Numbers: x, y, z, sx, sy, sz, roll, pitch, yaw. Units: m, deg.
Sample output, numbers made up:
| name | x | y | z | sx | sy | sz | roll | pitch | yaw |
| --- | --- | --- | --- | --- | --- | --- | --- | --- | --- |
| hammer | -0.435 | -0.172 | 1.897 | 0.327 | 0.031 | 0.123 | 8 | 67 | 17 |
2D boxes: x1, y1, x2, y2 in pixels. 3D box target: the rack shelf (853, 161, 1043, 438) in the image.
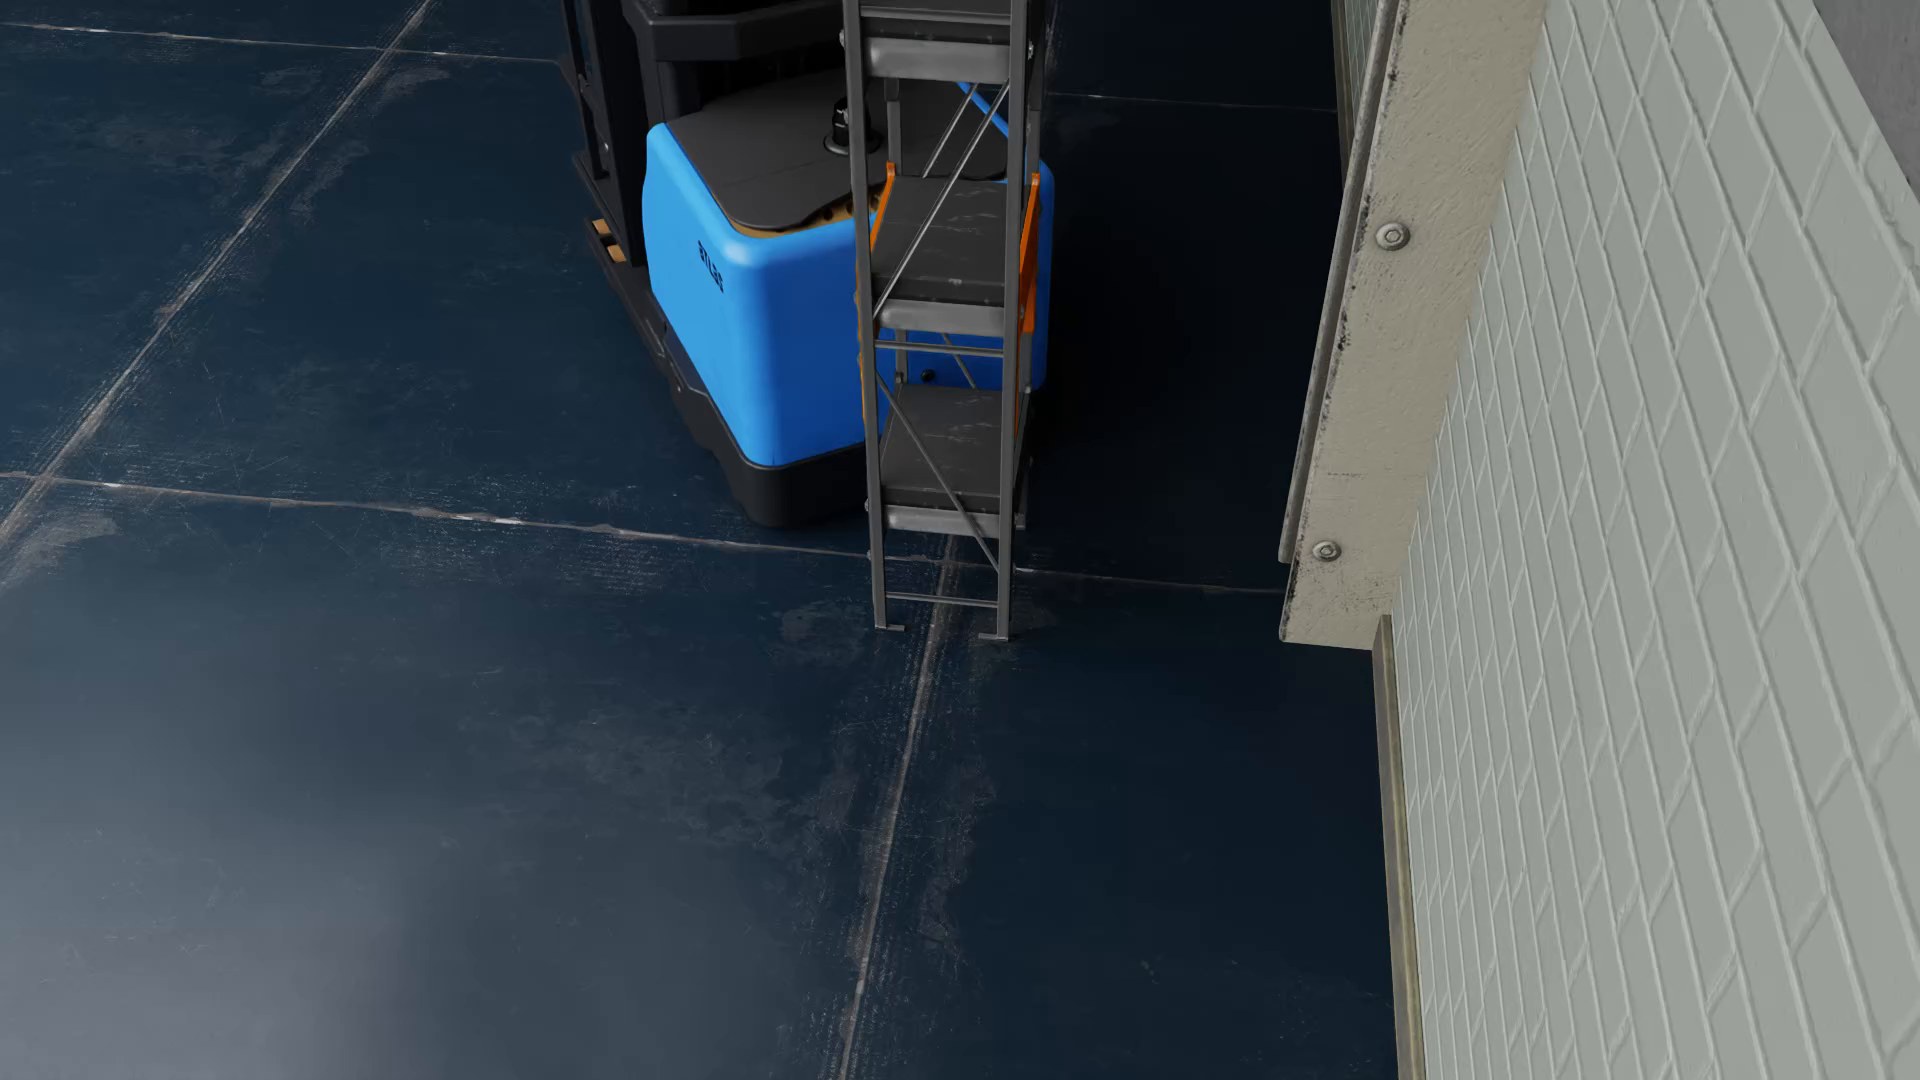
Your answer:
| name | x | y | z | sx | sy | sz | roll | pitch | yaw |
| --- | --- | --- | --- | --- | --- | --- | --- | --- | --- |
| rack shelf | -0.022 | -0.640 | 4.418 | 0.431 | 0.518 | 0.480 | 5 | 44 | 6 |

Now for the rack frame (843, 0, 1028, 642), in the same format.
| name | x | y | z | sx | sy | sz | roll | pitch | yaw |
| --- | --- | --- | --- | --- | --- | --- | --- | --- | --- |
| rack frame | -0.054 | -0.483 | 4.233 | 0.400 | 2.100 | 0.015 | 5 | 44 | 6 |

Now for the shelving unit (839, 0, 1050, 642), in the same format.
| name | x | y | z | sx | sy | sz | roll | pitch | yaw |
| --- | --- | --- | --- | --- | --- | --- | --- | --- | --- |
| shelving unit | -0.022 | -0.650 | 4.409 | 0.431 | 2.100 | 0.503 | 5 | 44 | 6 |

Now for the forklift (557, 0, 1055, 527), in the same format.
| name | x | y | z | sx | sy | sz | roll | pitch | yaw |
| --- | --- | --- | --- | --- | --- | --- | --- | --- | --- |
| forklift | -0.781 | -2.124 | 5.361 | 1.130 | 2.935 | 3.031 | -18 | 46 | -18 |

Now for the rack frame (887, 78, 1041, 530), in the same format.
| name | x | y | z | sx | sy | sz | roll | pitch | yaw |
| --- | --- | --- | --- | --- | --- | --- | --- | --- | --- |
| rack frame | 0.010 | -0.816 | 4.585 | 0.400 | 2.100 | 0.015 | 5 | 44 | 6 |

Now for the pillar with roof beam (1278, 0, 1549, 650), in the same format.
| name | x | y | z | sx | sy | sz | roll | pitch | yaw |
| --- | --- | --- | --- | --- | --- | --- | --- | --- | --- |
| pillar with roof beam | -3.141 | -3.481 | 2.381 | 9.100 | 9.000 | 0.400 | 5 | 44 | 6 |

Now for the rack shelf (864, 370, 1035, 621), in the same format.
| name | x | y | z | sx | sy | sz | roll | pitch | yaw |
| --- | --- | --- | --- | --- | --- | --- | --- | --- | --- |
| rack shelf | -0.022 | -0.131 | 4.900 | 0.431 | 0.518 | 0.480 | 5 | 44 | 6 |

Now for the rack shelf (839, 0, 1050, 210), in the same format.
| name | x | y | z | sx | sy | sz | roll | pitch | yaw |
| --- | --- | --- | --- | --- | --- | --- | --- | --- | --- |
| rack shelf | -0.022 | -1.148 | 3.937 | 0.431 | 0.518 | 0.480 | 5 | 44 | 6 |
